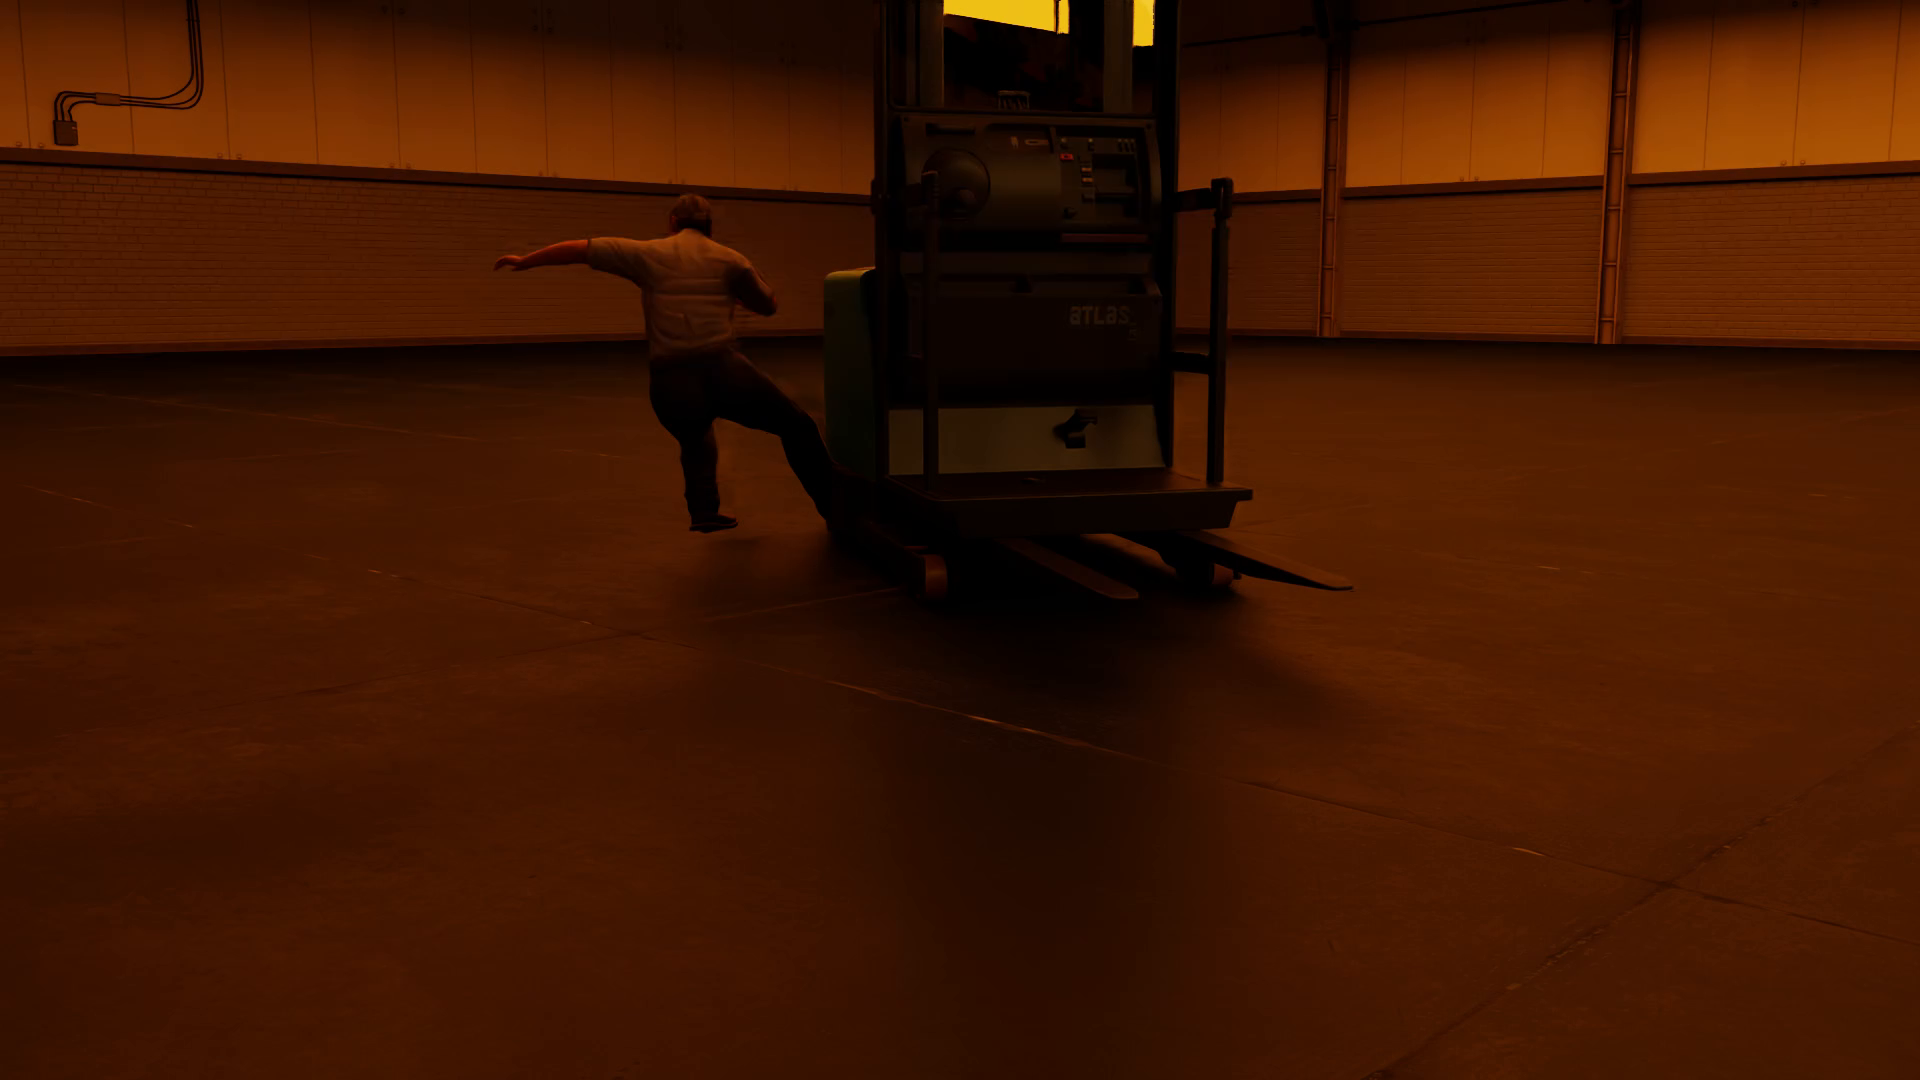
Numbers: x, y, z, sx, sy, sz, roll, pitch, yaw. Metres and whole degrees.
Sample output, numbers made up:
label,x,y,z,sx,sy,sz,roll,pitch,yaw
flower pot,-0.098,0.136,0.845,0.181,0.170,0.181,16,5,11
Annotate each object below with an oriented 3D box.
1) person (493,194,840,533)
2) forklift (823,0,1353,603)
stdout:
label,x,y,z,sx,sy,sz,roll,pitch,yaw
person,-1.052,-0.665,6.568,1.526,1.377,0.760,-1,9,-10
forklift,0.310,-1.308,5.559,1.130,2.935,3.031,-2,9,-15
